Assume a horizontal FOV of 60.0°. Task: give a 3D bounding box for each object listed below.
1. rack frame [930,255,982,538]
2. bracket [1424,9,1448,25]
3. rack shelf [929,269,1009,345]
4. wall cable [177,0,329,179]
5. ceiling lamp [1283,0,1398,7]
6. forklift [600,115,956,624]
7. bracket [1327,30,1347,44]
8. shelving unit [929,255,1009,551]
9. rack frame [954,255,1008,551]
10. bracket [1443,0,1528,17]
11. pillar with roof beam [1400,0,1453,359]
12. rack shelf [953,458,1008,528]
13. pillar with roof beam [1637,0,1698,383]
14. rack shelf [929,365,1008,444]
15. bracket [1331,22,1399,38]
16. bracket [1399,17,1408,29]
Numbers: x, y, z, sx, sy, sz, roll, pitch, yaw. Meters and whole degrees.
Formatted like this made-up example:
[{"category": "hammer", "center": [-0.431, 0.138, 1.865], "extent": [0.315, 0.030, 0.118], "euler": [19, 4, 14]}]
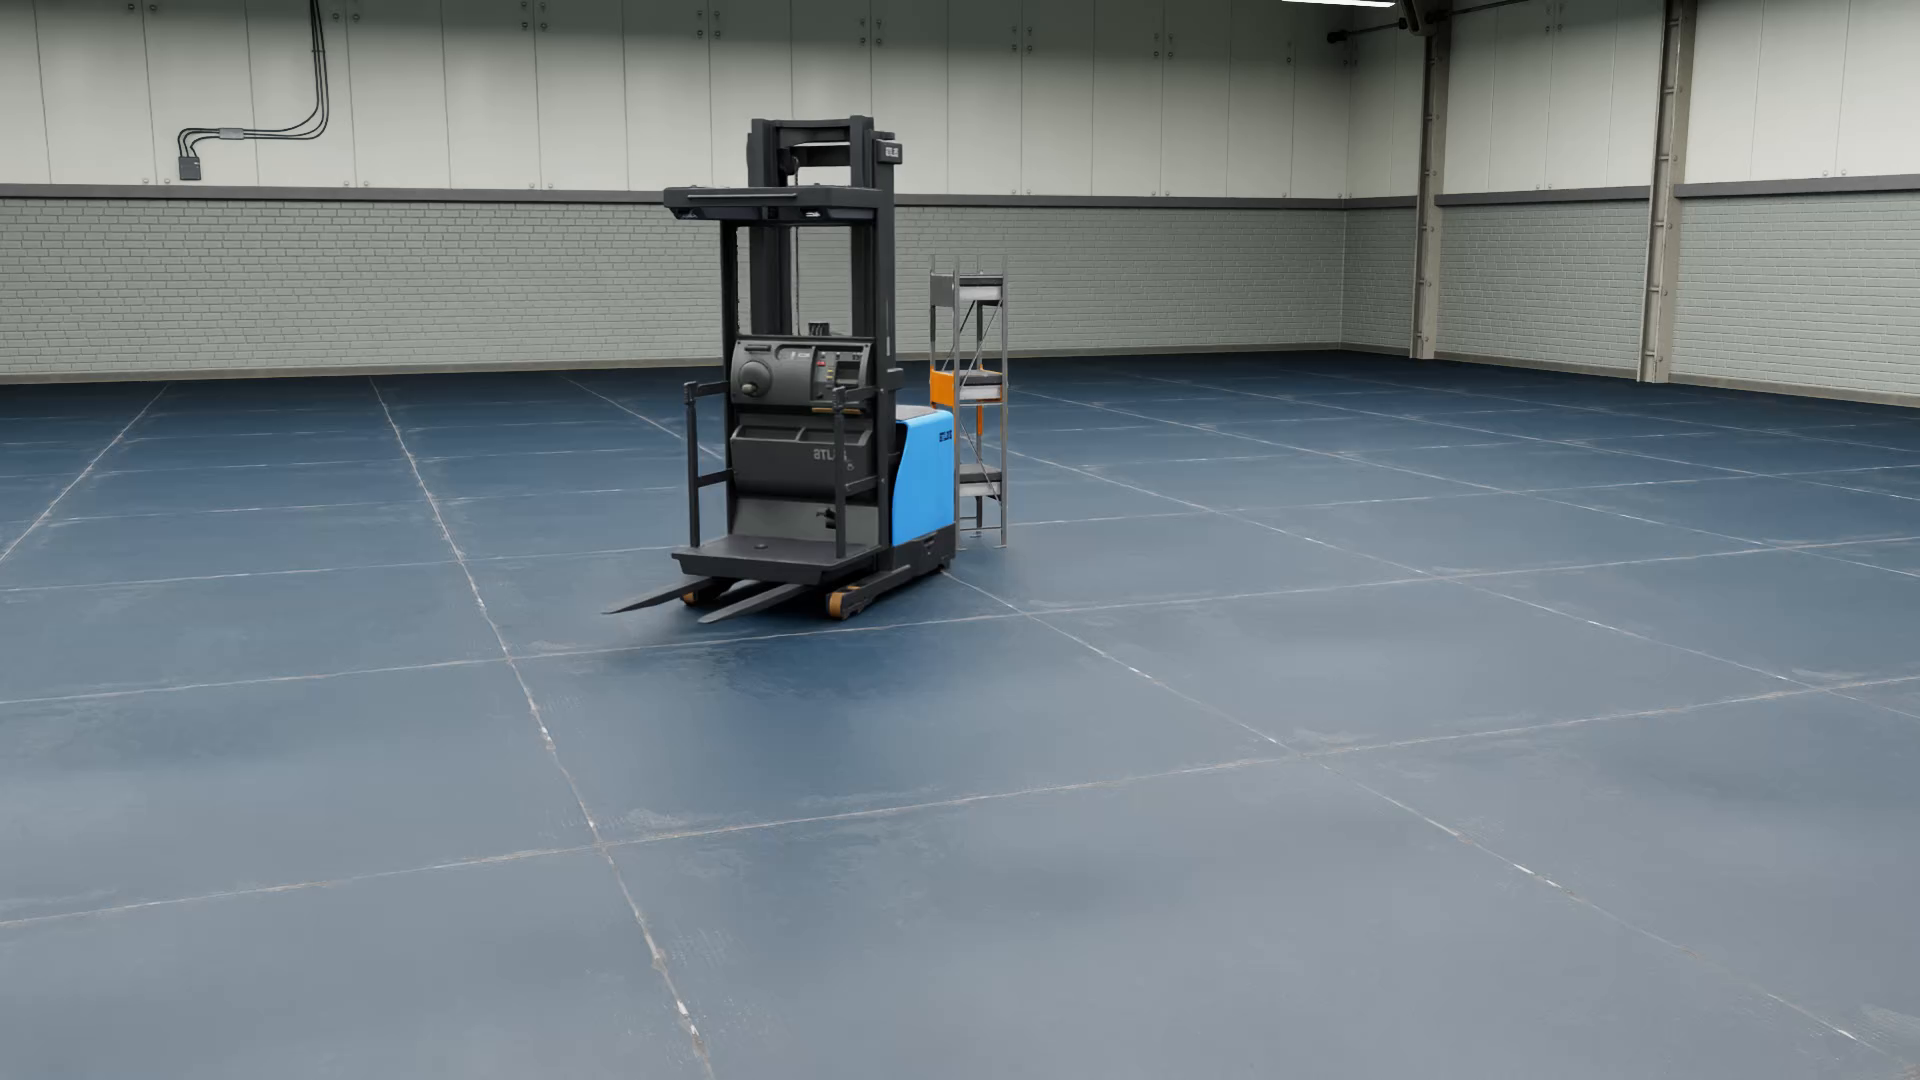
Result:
[{"category": "rack frame", "center": [-0.028, -1.047, 12.308], "extent": [0.400, 2.100, 0.015], "euler": [-4, 11, -21]}, {"category": "bracket", "center": [8.778, -9.634, 30.609], "extent": [0.235, 0.232, 0.430], "euler": [-4, 11, -21]}, {"category": "rack shelf", "center": [0.060, -1.683, 11.964], "extent": [0.431, 0.518, 0.480], "euler": [-4, 11, -21]}, {"category": "wall cable", "center": [-11.382, -8.792, 26.443], "extent": [2.305, 6.003, 0.169], "euler": [-4, 11, -21]}, {"category": "ceiling lamp", "center": [5.735, -9.881, 25.605], "extent": [2.000, 3.185, 0.800], "euler": [-4, 11, -21]}, {"category": "forklift", "center": [-1.058, -1.058, 9.999], "extent": [1.130, 2.935, 3.031], "euler": [4, 11, 22]}, {"category": "bracket", "center": [7.618, -10.157, 33.545], "extent": [0.235, 0.232, 0.430], "euler": [-4, 11, -21]}, {"category": "shelving unit", "center": [0.060, -1.007, 12.084], "extent": [0.431, 2.100, 0.503], "euler": [-4, 11, -21]}, {"category": "rack frame", "center": [0.148, -0.967, 11.860], "extent": [0.400, 2.100, 0.015], "euler": [-4, 11, -21]}, {"category": "bracket", "center": [9.711, -9.214, 28.245], "extent": [0.076, 0.066, 4.783], "euler": [-4, 11, -21]}, {"category": "pillar with roof beam", "center": [4.946, -7.679, 29.896], "extent": [9.100, 9.000, 0.548], "euler": [-4, 11, -21]}, {"category": "rack shelf", "center": [0.060, -0.304, 12.209], "extent": [0.431, 0.518, 0.480], "euler": [-4, 11, -21]}, {"category": "pillar with roof beam", "center": [7.120, -6.700, 24.390], "extent": [9.100, 9.000, 0.400], "euler": [-4, 11, -21]}, {"category": "rack shelf", "center": [0.060, -0.993, 12.087], "extent": [0.431, 0.518, 0.480], "euler": [-4, 11, -21]}, {"category": "bracket", "center": [7.832, -10.060, 33.003], "extent": [0.076, 0.066, 3.189], "euler": [-4, 11, -21]}, {"category": "bracket", "center": [8.477, -9.770, 31.371], "extent": [0.235, 0.232, 0.430], "euler": [-4, 11, -21]}]
